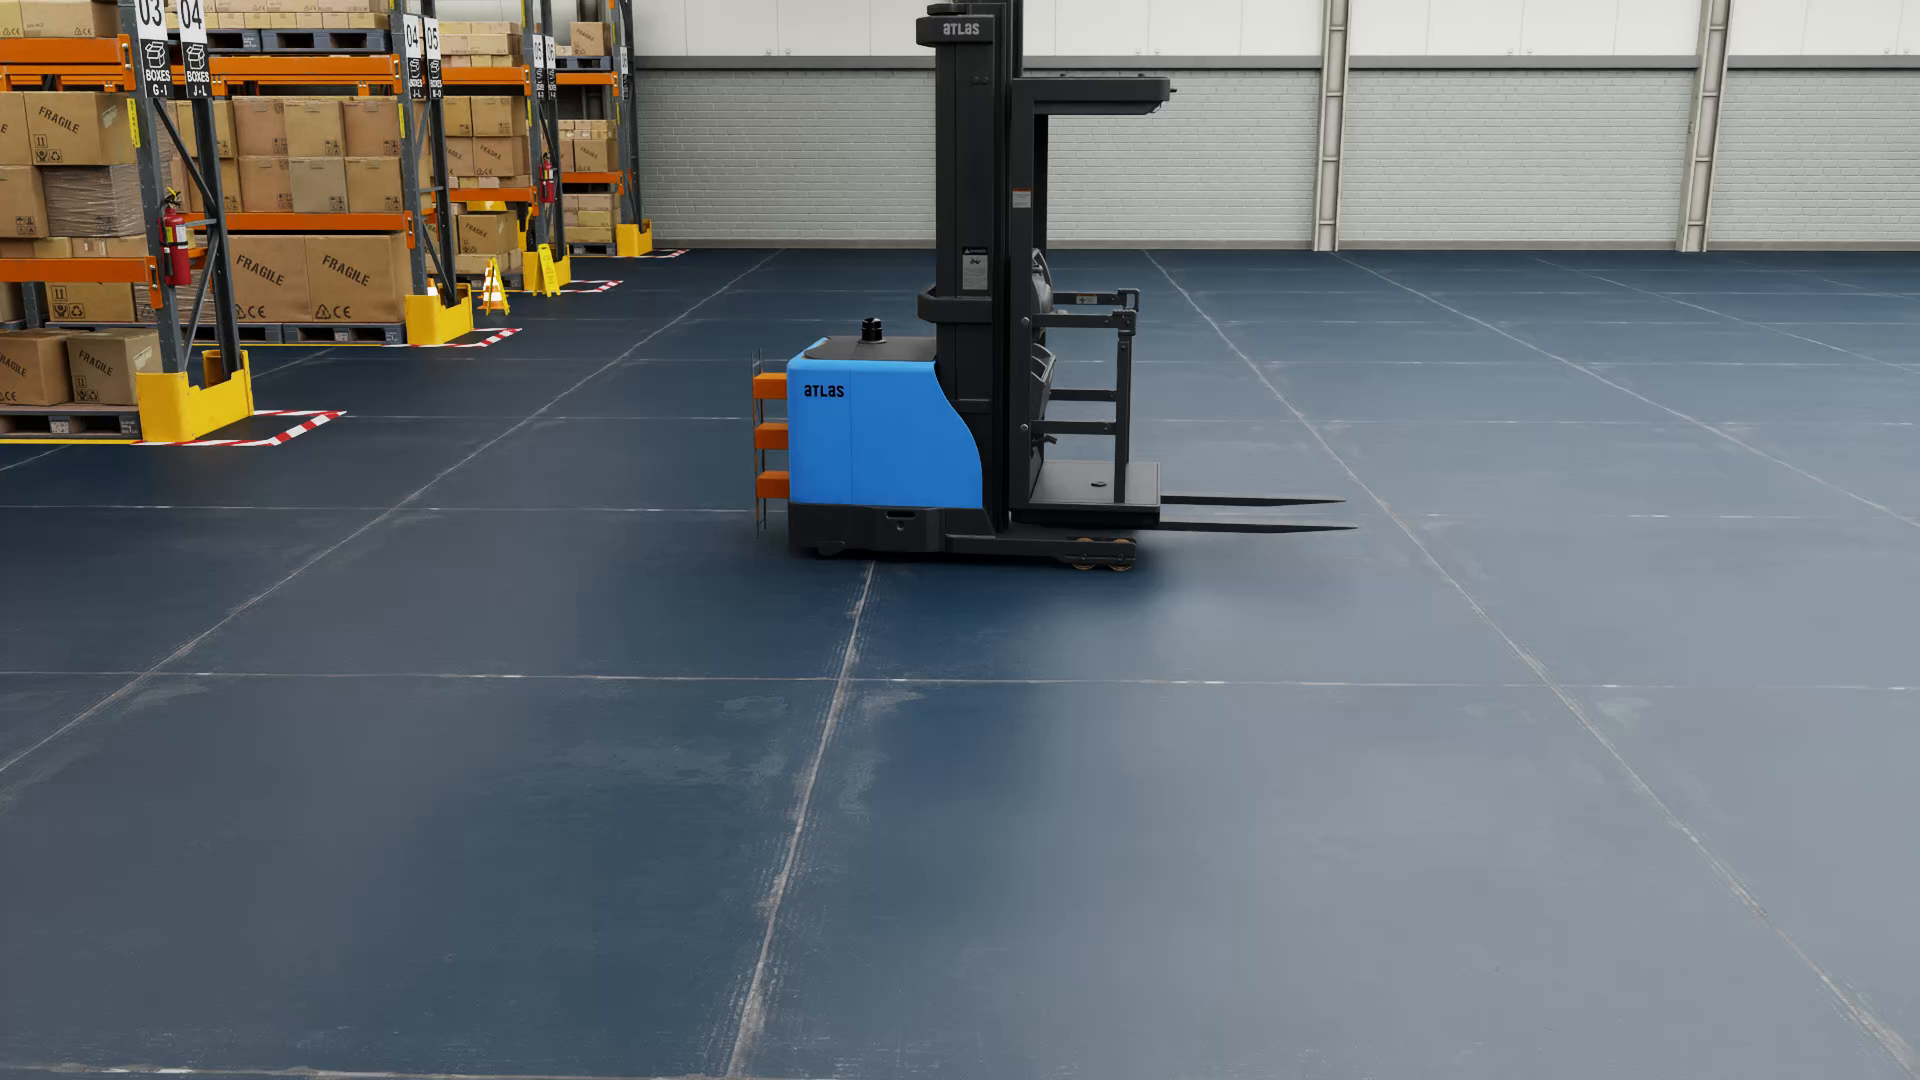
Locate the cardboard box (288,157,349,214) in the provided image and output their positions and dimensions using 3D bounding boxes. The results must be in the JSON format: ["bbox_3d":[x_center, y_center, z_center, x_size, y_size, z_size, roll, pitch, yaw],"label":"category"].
[{"bbox_3d":[-6.360,-3.629,16.922,0.550,0.550,0.875,0,15,1],"label":"cardboard box"}]

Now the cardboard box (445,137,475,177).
[{"bbox_3d":[-6.462,-4.961,21.484,0.500,0.500,0.500,0,15,2],"label":"cardboard box"}]

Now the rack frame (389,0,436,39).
[{"bbox_3d":[-5.437,-6.469,16.218,0.127,3.000,1.000,0,15,1],"label":"rack frame"}]

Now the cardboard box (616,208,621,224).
[{"bbox_3d":[-5.753,-5.268,27.015,0.500,0.250,0.500,1,15,2],"label":"cardboard box"}]

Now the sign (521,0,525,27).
[{"bbox_3d":[-5.446,-6.568,20.739,0.005,0.325,0.100,0,15,1],"label":"sign"}]

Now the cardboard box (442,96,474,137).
[{"bbox_3d":[-6.434,-5.459,21.414,0.500,0.500,0.700,1,15,2],"label":"cardboard box"}]

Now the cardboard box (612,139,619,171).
[{"bbox_3d":[-5.777,-6.219,26.837,0.500,0.500,0.500,1,15,3],"label":"cardboard box"}]

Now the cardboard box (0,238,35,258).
[{"bbox_3d":[-6.706,-2.127,12.016,0.250,0.149,0.380,0,15,1],"label":"cardboard box"}]

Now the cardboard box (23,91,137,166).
[{"bbox_3d":[-6.221,-2.920,11.788,0.500,0.500,0.500,0,15,1],"label":"cardboard box"}]

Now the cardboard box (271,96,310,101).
[{"bbox_3d":[-8.466,-5.466,21.437,0.500,0.500,0.700,0,15,2],"label":"cardboard box"}]

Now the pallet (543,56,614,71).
[{"bbox_3d":[-5.995,-7.516,26.240,1.213,0.211,1.003,0,15,1],"label":"pallet"}]

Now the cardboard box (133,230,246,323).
[{"bbox_3d":[-7.908,-2.743,17.198,0.875,0.875,0.875,0,15,2],"label":"cardboard box"}]

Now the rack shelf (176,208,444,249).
[{"bbox_3d":[-7.437,-3.233,17.125,4.000,0.370,1.077,0,15,1],"label":"rack shelf"}]

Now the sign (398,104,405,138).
[{"bbox_3d":[-5.465,-4.104,16.282,0.005,0.325,0.100,0,15,1],"label":"sign"}]

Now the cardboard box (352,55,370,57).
[{"bbox_3d":[-7.561,-6.111,21.235,0.250,0.149,0.380,0,15,2],"label":"cardboard box"}]

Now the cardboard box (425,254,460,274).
[{"bbox_3d":[-6.744,-3.647,21.848,0.500,0.250,0.500,0,15,2],"label":"cardboard box"}]

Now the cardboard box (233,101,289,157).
[{"bbox_3d":[-6.916,-4.193,16.943,0.550,0.550,0.875,0,15,1],"label":"cardboard box"}]

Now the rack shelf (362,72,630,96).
[{"bbox_3d":[-7.288,-7.212,26.327,4.000,0.370,1.077,0,15,1],"label":"rack shelf"}]

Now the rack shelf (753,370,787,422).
[{"bbox_3d":[-1.008,-0.801,9.248,0.240,0.259,0.215,2,15,7],"label":"rack shelf"}]

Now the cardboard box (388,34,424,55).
[{"bbox_3d":[-6.952,-6.293,21.143,0.500,0.250,0.500,1,15,3],"label":"cardboard box"}]

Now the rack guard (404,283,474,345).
[{"bbox_3d":[-5.413,-2.359,17.302,0.348,0.500,1.175,0,15,1],"label":"rack guard"}]

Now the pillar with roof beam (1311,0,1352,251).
[{"bbox_3d":[5.924,-8.056,22.234,0.400,9.000,9.100,0,15,1],"label":"pillar with roof beam"}]

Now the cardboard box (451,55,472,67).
[{"bbox_3d":[-6.290,-6.095,21.173,0.250,0.149,0.380,1,15,3],"label":"cardboard box"}]

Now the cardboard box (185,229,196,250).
[{"bbox_3d":[-5.944,-2.245,12.461,0.250,0.149,0.380,0,15,1],"label":"cardboard box"}]

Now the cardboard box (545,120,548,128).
[{"bbox_3d":[-6.409,-6.560,26.275,0.250,0.149,0.380,0,15,2],"label":"cardboard box"}]

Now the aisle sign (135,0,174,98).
[{"bbox_3d":[-5.611,-3.484,11.569,0.004,0.787,0.394,0,15,1],"label":"aisle sign"}]

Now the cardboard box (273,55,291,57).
[{"bbox_3d":[-8.594,-6.132,21.314,0.250,0.149,0.380,0,15,1],"label":"cardboard box"}]

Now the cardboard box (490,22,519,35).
[{"bbox_3d":[-5.757,-6.472,21.041,0.250,0.149,0.380,1,15,2],"label":"cardboard box"}]

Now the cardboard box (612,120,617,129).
[{"bbox_3d":[-5.619,-6.659,26.650,0.250,0.149,0.380,0,15,0],"label":"cardboard box"}]

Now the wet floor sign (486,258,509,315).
[{"bbox_3d":[-5.358,-2.934,19.197,0.232,0.644,0.267,-2,15,-8],"label":"wet floor sign"}]

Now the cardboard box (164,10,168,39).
[{"bbox_3d":[-6.140,-3.751,12.090,0.500,0.250,0.500,1,15,3],"label":"cardboard box"}]

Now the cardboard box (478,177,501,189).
[{"bbox_3d":[-6.047,-4.631,21.504,0.250,0.149,0.380,0,15,1],"label":"cardboard box"}]

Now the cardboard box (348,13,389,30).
[{"bbox_3d":[-5.778,-5.064,16.247,0.250,0.149,0.380,0,15,1],"label":"cardboard box"}]

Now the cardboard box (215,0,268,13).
[{"bbox_3d":[-6.935,-5.280,16.284,0.500,0.250,0.500,0,15,1],"label":"cardboard box"}]

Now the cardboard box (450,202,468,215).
[{"bbox_3d":[-6.588,-4.305,21.601,0.250,0.149,0.380,1,15,3],"label":"cardboard box"}]

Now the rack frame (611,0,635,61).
[{"bbox_3d":[-5.289,-8.998,25.803,0.127,3.000,1.000,0,15,1],"label":"rack frame"}]

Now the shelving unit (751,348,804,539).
[{"bbox_3d":[-1.008,-0.537,9.317,0.252,1.050,0.215,2,15,7],"label":"shelving unit"}]

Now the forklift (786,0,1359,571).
[{"bbox_3d":[0.626,-1.398,8.894,3.031,2.935,1.130,2,15,7],"label":"forklift"}]

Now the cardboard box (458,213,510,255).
[{"bbox_3d":[-6.219,-4.006,21.740,0.500,0.500,0.500,0,15,2],"label":"cardboard box"}]

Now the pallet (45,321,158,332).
[{"bbox_3d":[-8.678,-2.221,17.344,1.213,0.211,1.003,0,15,1],"label":"pallet"}]

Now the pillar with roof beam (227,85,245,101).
[{"bbox_3d":[-12.070,-8.173,22.679,0.400,9.000,9.100,0,15,1],"label":"pillar with roof beam"}]

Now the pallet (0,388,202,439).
[{"bbox_3d":[-6.552,-0.970,12.604,1.213,0.211,1.003,0,15,1],"label":"pallet"}]

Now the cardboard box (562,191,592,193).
[{"bbox_3d":[-6.264,-5.508,26.942,0.500,0.250,0.500,0,15,2],"label":"cardboard box"}]

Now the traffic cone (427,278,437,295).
[{"bbox_3d":[-5.932,-2.707,18.693,0.334,0.463,0.336,0,15,1],"label":"traffic cone"}]

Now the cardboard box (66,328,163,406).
[{"bbox_3d":[-6.289,-1.306,12.489,0.500,0.500,0.500,3,15,12],"label":"cardboard box"}]

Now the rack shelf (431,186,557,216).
[{"bbox_3d":[-7.411,-4.496,21.912,4.000,0.370,1.077,0,15,1],"label":"rack shelf"}]

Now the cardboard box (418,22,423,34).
[{"bbox_3d":[-6.766,-6.499,21.143,0.250,0.149,0.380,0,15,1],"label":"cardboard box"}]

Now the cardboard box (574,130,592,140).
[{"bbox_3d":[-5.899,-6.384,26.189,0.250,0.149,0.380,1,15,2],"label":"cardboard box"}]

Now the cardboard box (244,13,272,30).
[{"bbox_3d":[-6.796,-5.071,16.272,0.250,0.149,0.380,0,15,1],"label":"cardboard box"}]

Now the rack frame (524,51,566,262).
[{"bbox_3d":[-5.412,-4.831,21.771,0.127,3.000,1.000,0,15,1],"label":"rack frame"}]

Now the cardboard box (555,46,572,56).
[{"bbox_3d":[-6.125,-7.605,25.879,0.250,0.149,0.380,0,15,0],"label":"cardboard box"}]

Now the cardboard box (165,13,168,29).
[{"bbox_3d":[-7.807,-5.077,16.298,0.250,0.149,0.380,0,15,1],"label":"cardboard box"}]
